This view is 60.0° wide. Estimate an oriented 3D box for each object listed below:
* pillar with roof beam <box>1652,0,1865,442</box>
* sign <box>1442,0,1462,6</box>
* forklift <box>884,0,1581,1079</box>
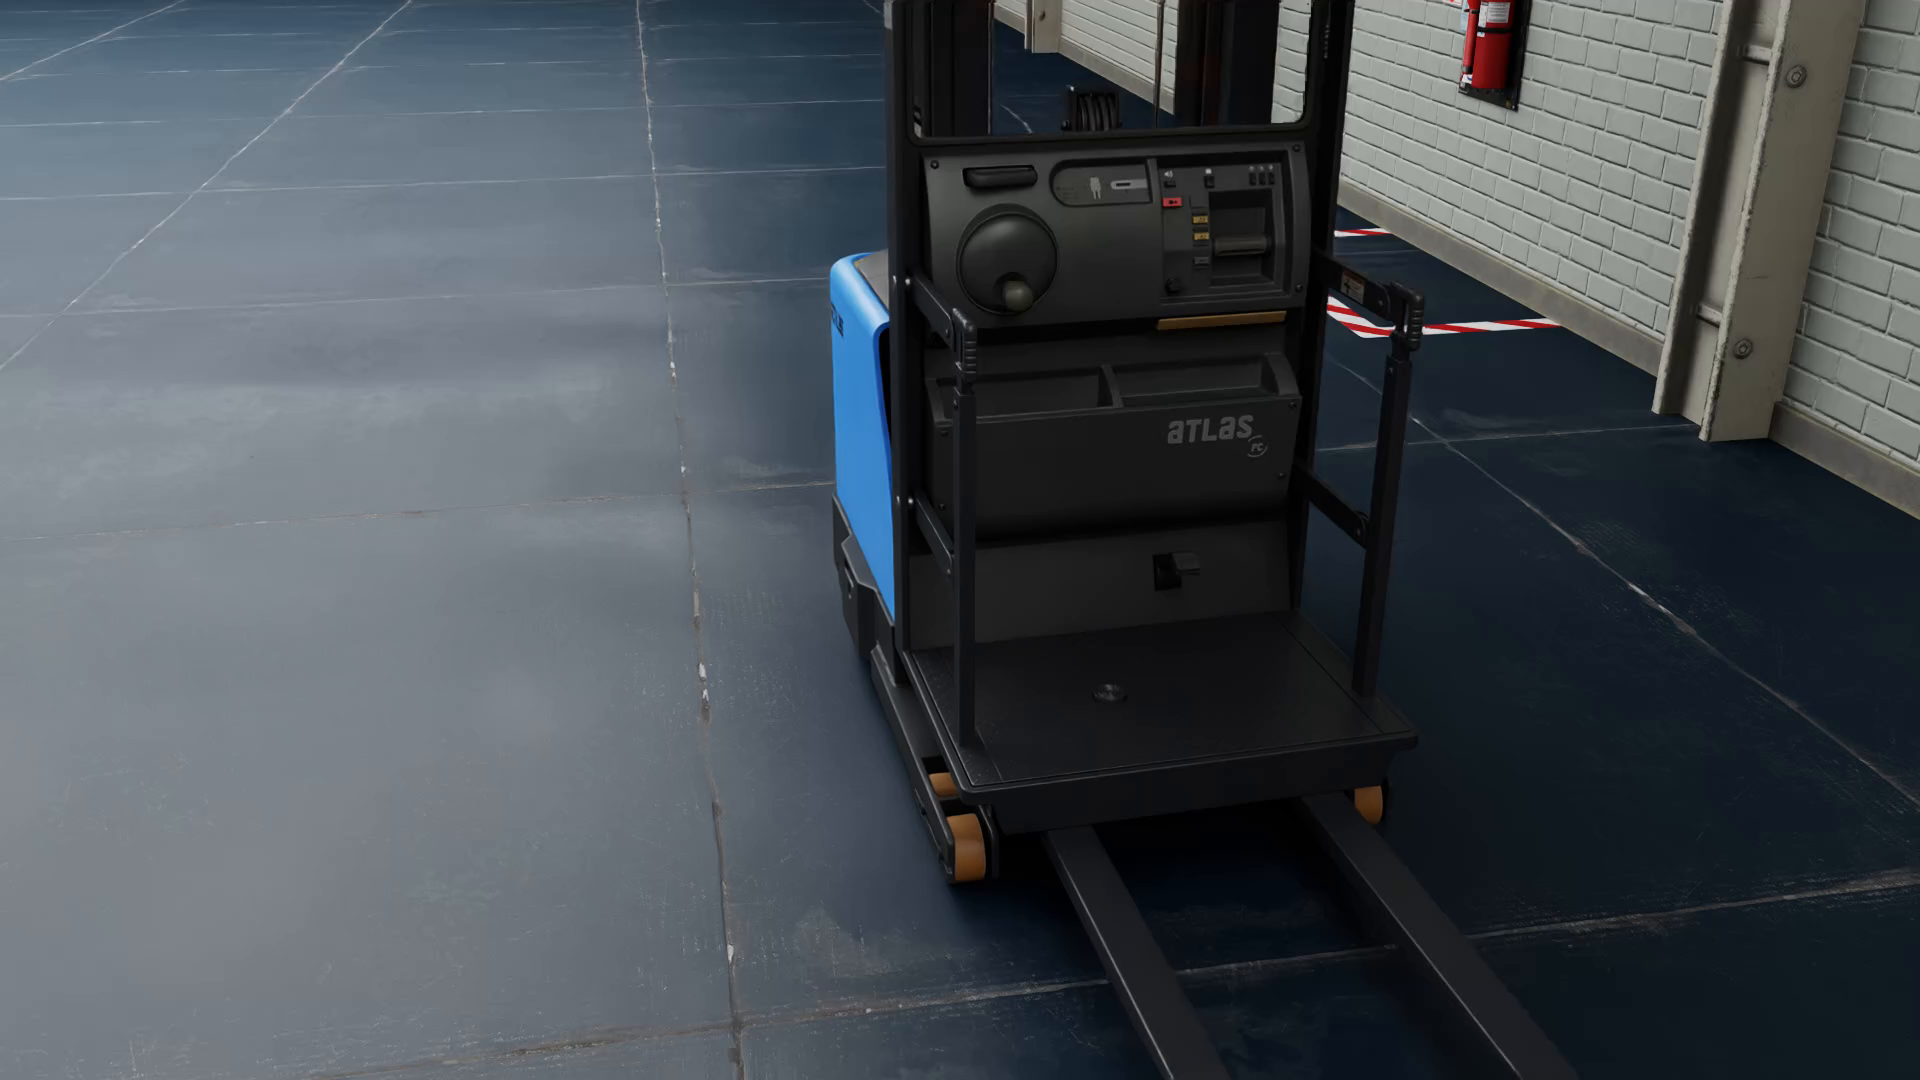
[{"bbox_3d":[-1.133,-4.287,4.323,9.100,9.000,0.400,-4,24,-10],"label":"pillar with roof beam"},{"bbox_3d":[2.678,-3.073,8.993,0.001,0.329,0.234,-4,24,-10],"label":"sign"},{"bbox_3d":[0.419,-0.702,3.696,1.110,2.935,3.031,-5,24,-12],"label":"forklift"}]
